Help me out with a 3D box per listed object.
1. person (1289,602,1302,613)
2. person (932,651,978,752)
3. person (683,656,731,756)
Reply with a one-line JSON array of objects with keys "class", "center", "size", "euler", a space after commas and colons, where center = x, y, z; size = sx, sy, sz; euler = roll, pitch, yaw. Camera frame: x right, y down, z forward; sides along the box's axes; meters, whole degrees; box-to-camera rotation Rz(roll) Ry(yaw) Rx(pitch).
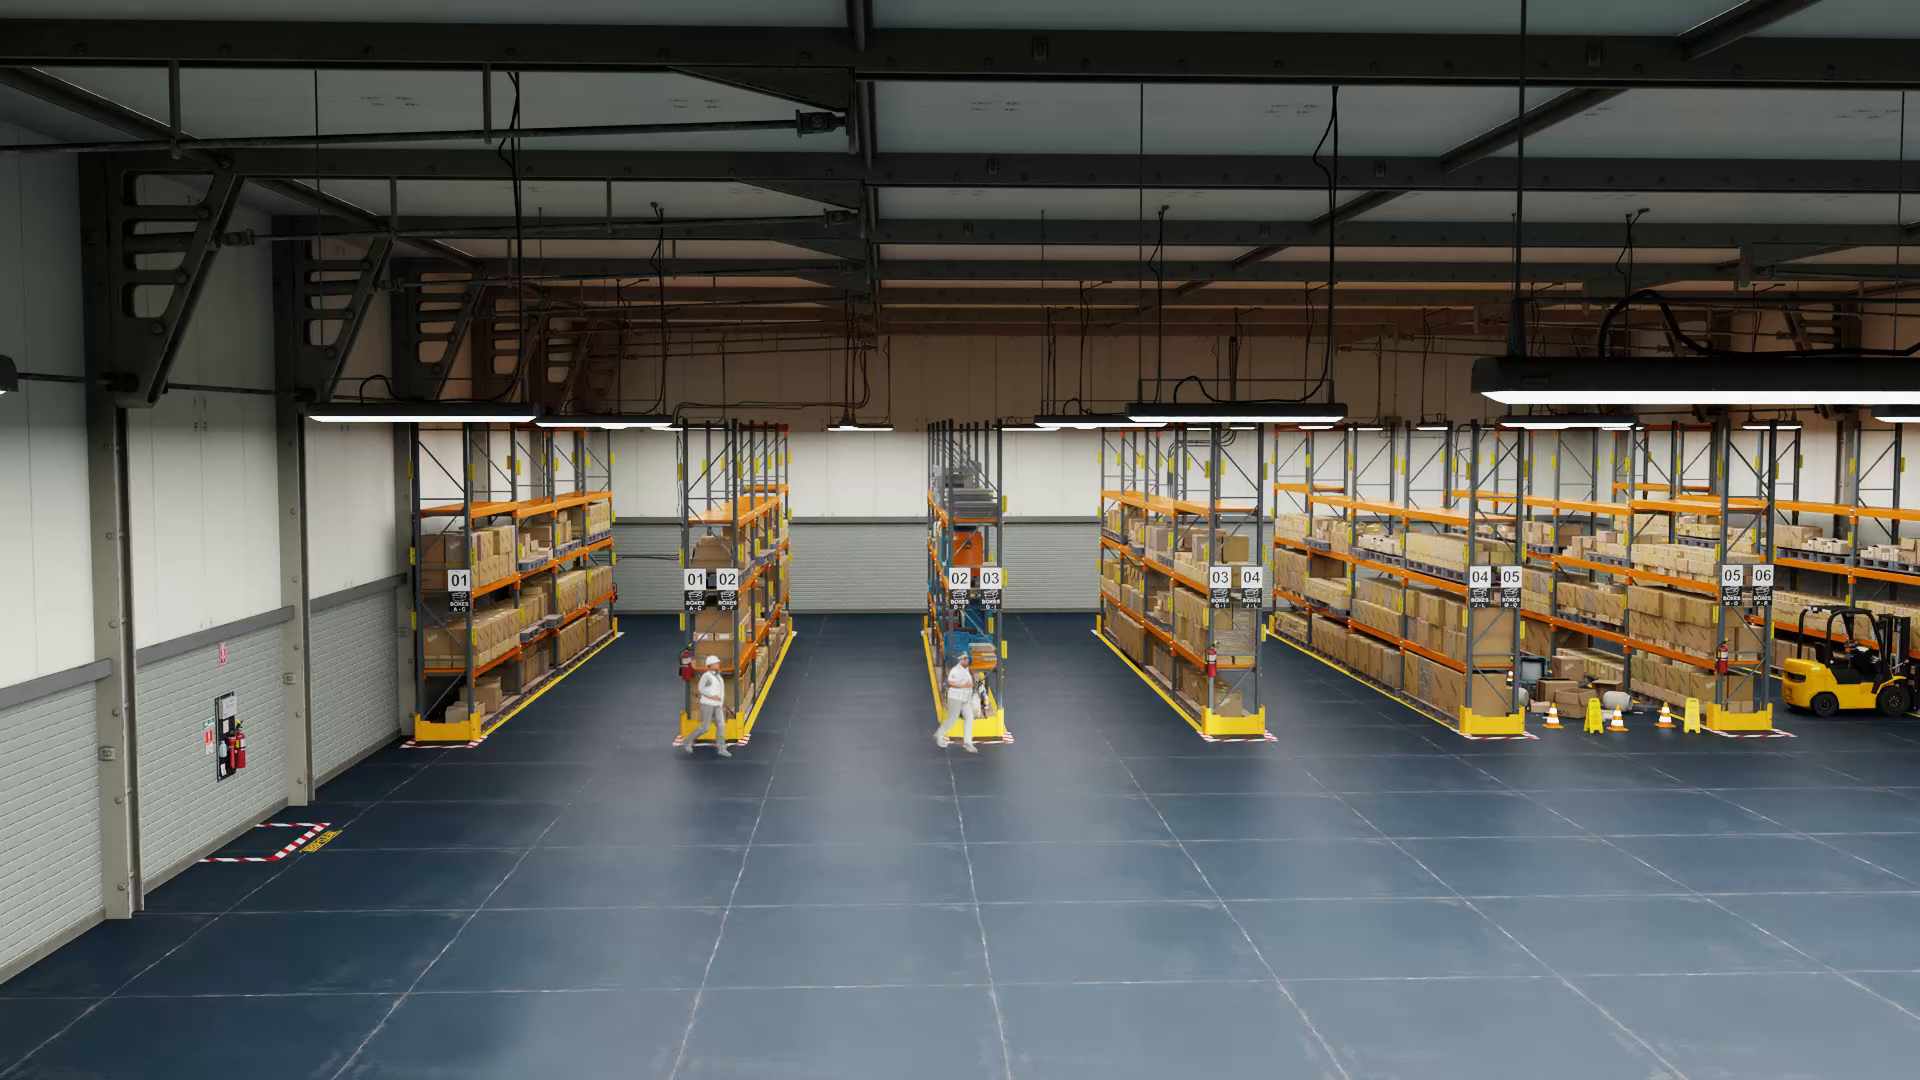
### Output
[{"class": "person", "center": [10.004, 1.782, 49.130], "size": [0.596, 1.553, 0.764], "euler": [1, 4, 20]}, {"class": "person", "center": [-0.023, 2.908, 30.136], "size": [0.884, 1.821, 0.667], "euler": [2, 4, 33]}, {"class": "person", "center": [-4.396, 2.941, 29.624], "size": [0.954, 1.746, 0.726], "euler": [2, 4, 27]}]
